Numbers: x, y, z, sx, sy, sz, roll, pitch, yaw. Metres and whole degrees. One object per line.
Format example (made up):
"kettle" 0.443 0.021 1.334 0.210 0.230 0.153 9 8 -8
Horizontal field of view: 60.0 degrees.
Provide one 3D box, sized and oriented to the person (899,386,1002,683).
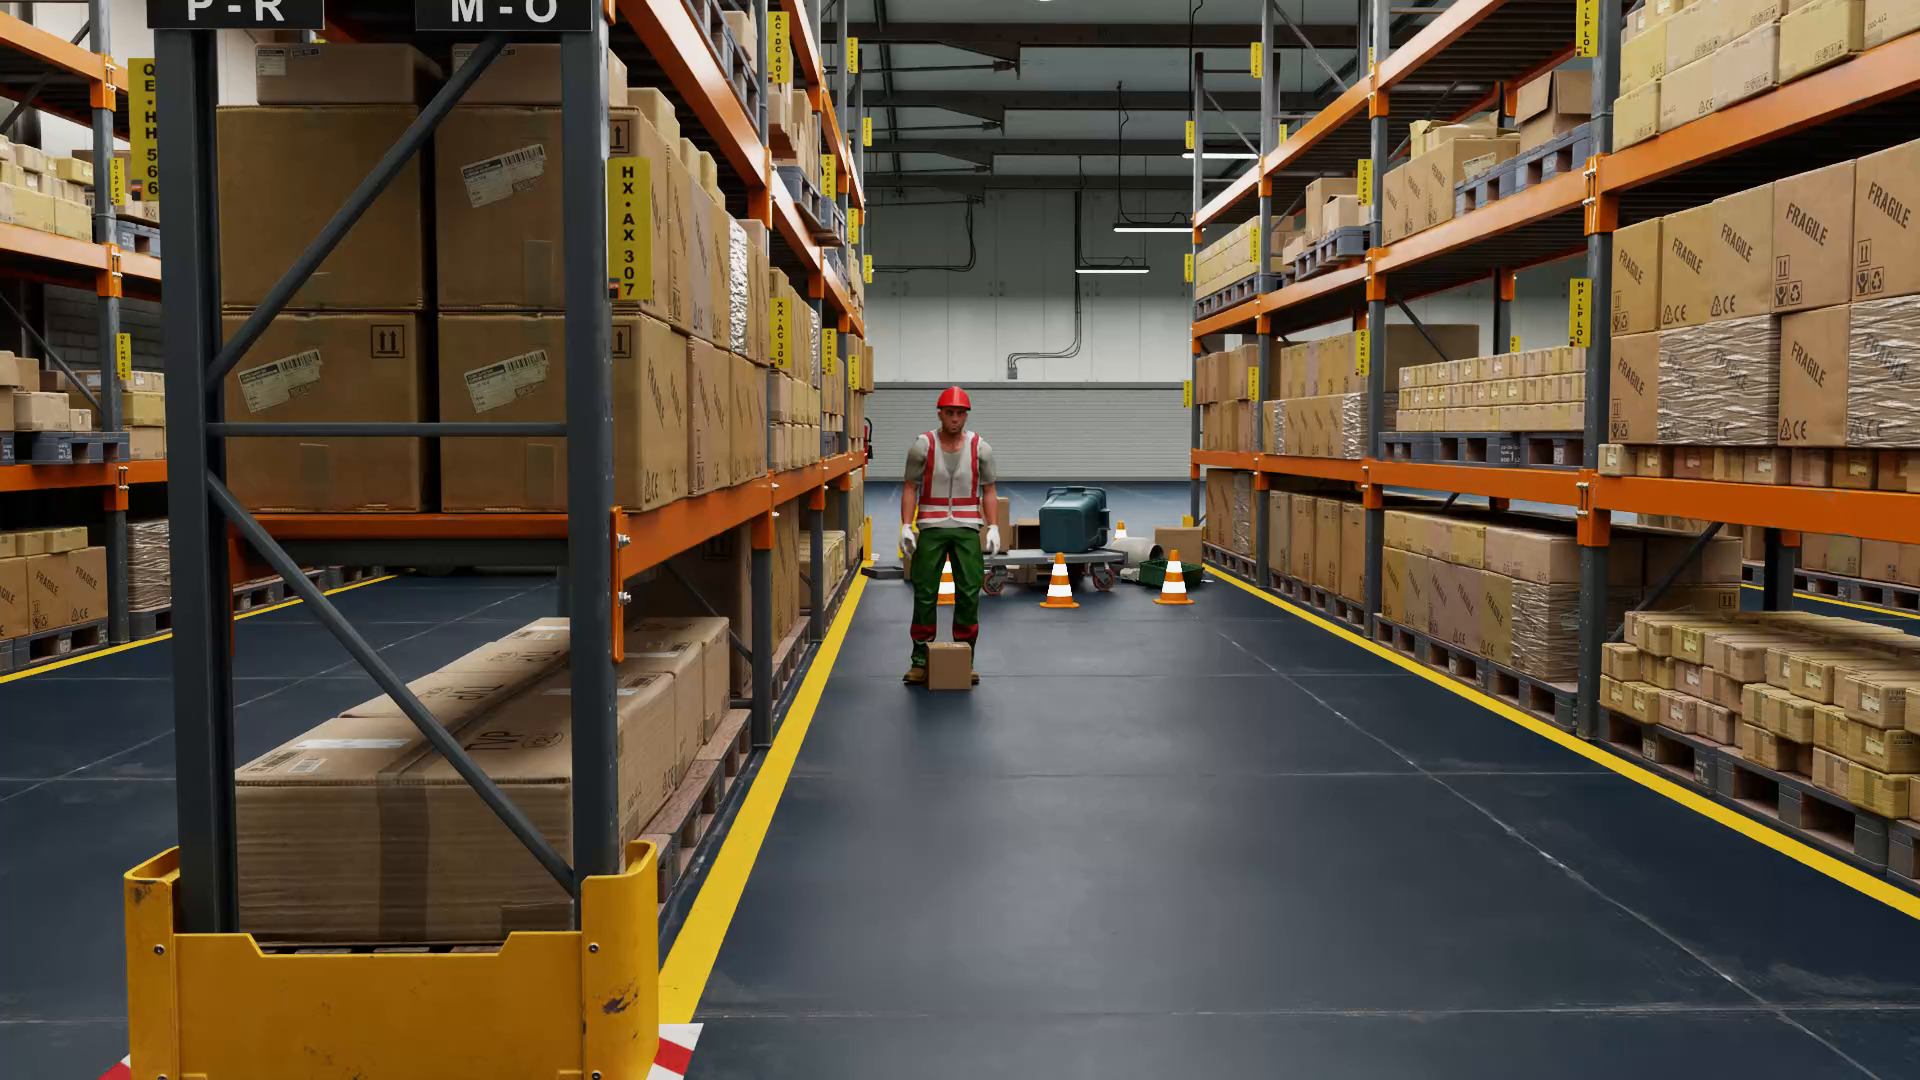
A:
"person" -0.061 -0.032 10.036 0.623 1.780 0.446 0 4 -4
